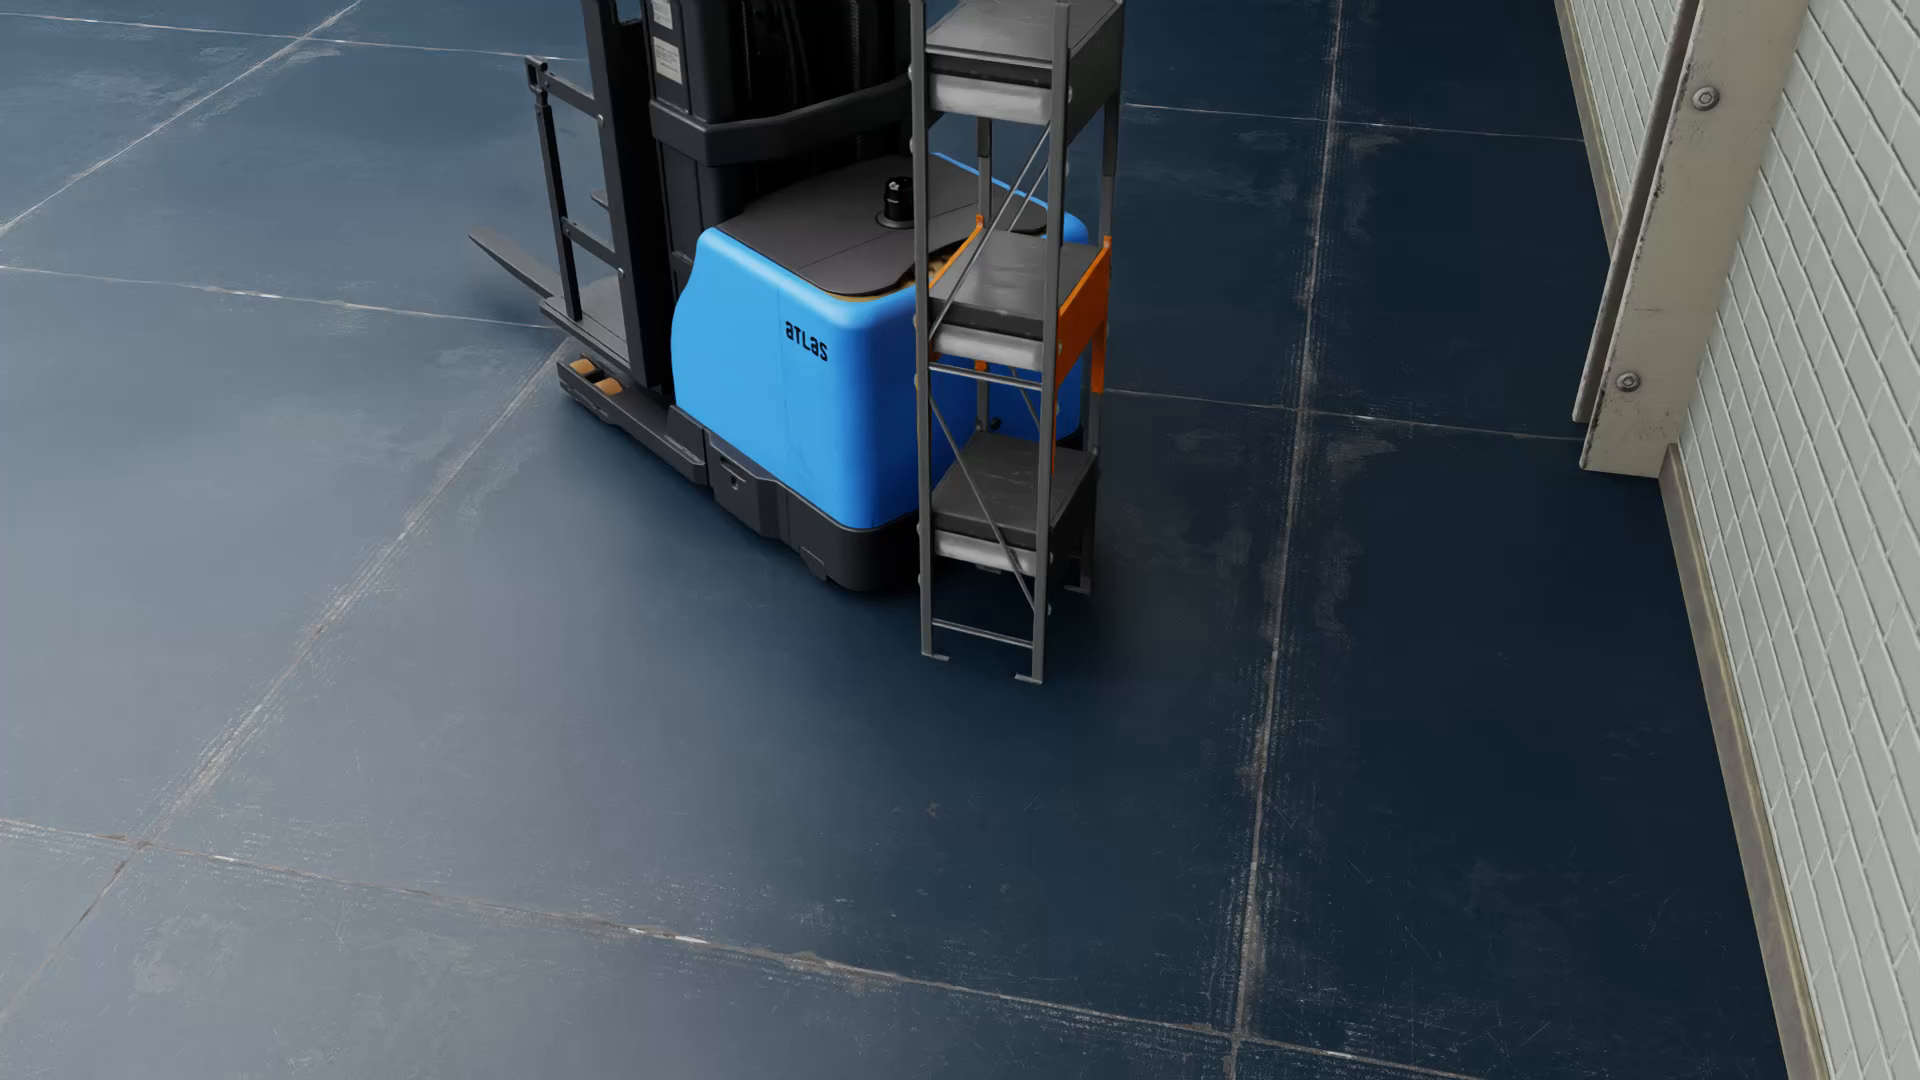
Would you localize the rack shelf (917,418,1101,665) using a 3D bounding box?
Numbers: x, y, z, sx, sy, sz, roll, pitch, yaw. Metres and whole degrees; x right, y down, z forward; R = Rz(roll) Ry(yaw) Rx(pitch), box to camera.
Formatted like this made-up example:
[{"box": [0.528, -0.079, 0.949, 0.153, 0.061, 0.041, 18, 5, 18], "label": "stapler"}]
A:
[{"box": [0.156, -0.002, 5.179, 0.431, 0.518, 0.480, 13, 38, 17], "label": "rack shelf"}]

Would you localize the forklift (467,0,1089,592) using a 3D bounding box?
[{"box": [-0.909, -1.809, 5.749, 1.130, 2.935, 3.031, -27, 44, -32], "label": "forklift"}]

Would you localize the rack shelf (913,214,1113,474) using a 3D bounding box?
[{"box": [0.156, -0.569, 4.768, 0.431, 0.518, 0.480, 13, 38, 17], "label": "rack shelf"}]

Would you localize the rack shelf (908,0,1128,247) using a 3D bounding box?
[{"box": [0.156, -1.135, 4.358, 0.431, 0.518, 0.480, 13, 38, 17], "label": "rack shelf"}]

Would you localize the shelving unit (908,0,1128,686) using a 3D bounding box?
[{"box": [0.156, -0.580, 4.760, 0.431, 2.100, 0.503, 13, 38, 17], "label": "shelving unit"}]

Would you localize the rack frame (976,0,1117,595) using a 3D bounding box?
[{"box": [0.244, -0.713, 4.945, 0.400, 2.100, 0.015, 13, 38, 17], "label": "rack frame"}]

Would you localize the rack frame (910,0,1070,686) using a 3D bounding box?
[{"box": [0.069, -0.446, 4.576, 0.400, 2.100, 0.015, 13, 38, 17], "label": "rack frame"}]

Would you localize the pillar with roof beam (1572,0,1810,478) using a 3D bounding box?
[{"box": [-1.732, -4.538, 4.343, 9.100, 9.000, 0.400, 7, 37, 10], "label": "pillar with roof beam"}]
